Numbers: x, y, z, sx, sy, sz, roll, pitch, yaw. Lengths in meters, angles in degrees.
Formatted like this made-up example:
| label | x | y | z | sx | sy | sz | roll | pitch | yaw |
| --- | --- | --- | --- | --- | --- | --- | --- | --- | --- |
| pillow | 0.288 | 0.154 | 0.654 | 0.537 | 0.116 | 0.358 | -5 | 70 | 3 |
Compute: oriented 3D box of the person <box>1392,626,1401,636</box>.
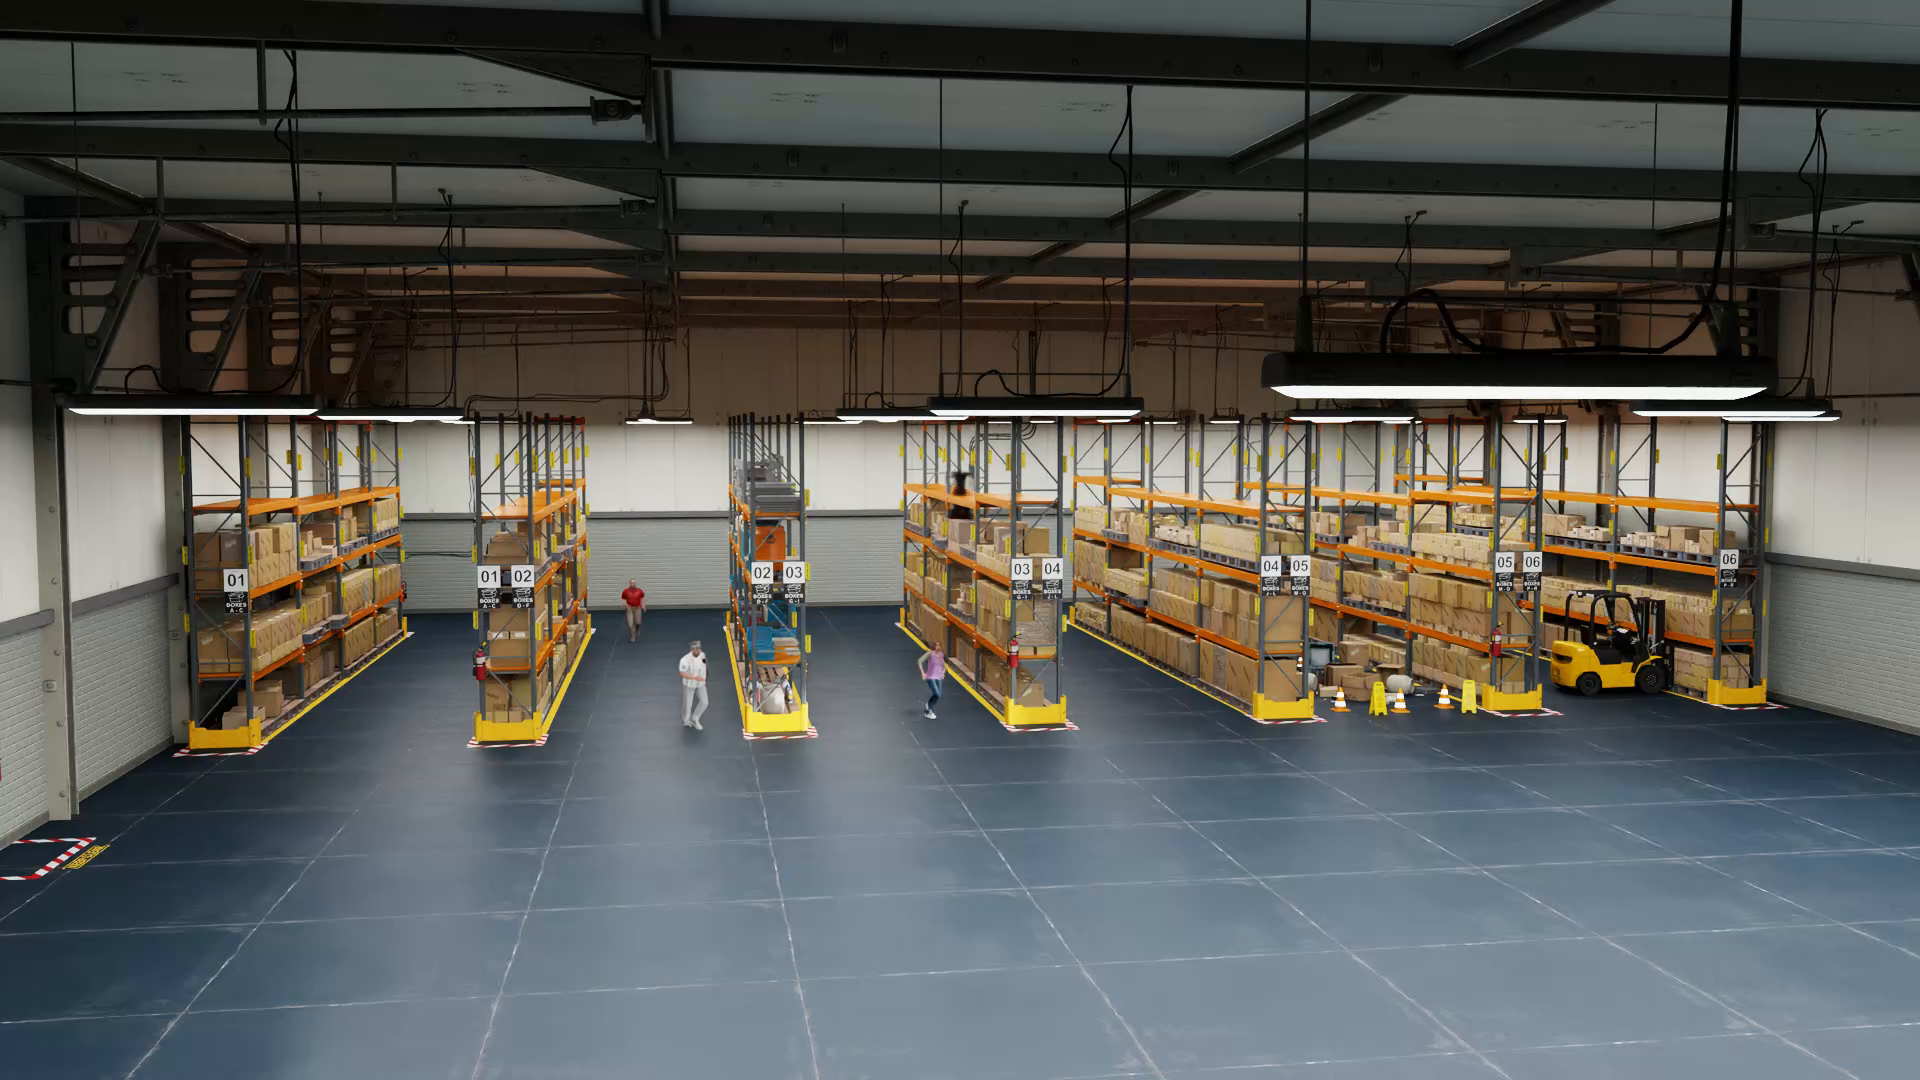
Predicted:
| label | x | y | z | sx | sy | sz | roll | pitch | yaw |
| --- | --- | --- | --- | --- | --- | --- | --- | --- | --- |
| person | 12.077 | 1.837 | 45.576 | 0.570 | 1.603 | 0.722 | -2 | 4 | -30 |

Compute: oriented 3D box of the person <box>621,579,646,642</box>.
| label | x | y | z | sx | sy | sz | roll | pitch | yaw |
| --- | --- | --- | --- | --- | --- | --- | --- | --- | --- |
| person | -8.699 | 1.878 | 44.320 | 0.645 | 1.671 | 0.638 | -1 | 4 | -14 |

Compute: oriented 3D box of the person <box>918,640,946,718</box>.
| label | x | y | z | sx | sy | sz | roll | pitch | yaw |
| --- | --- | --- | --- | --- | --- | --- | --- | --- | --- |
| person | -0.519 | 2.725 | 32.586 | 0.583 | 1.559 | 0.523 | -3 | 5 | -33 |

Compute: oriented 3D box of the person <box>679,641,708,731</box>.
| label | x | y | z | sx | sy | sz | roll | pitch | yaw |
| --- | --- | --- | --- | --- | --- | --- | --- | --- | --- |
| person | -5.062 | 2.743 | 31.457 | 0.632 | 1.749 | 0.797 | -2 | 4 | -30 |
